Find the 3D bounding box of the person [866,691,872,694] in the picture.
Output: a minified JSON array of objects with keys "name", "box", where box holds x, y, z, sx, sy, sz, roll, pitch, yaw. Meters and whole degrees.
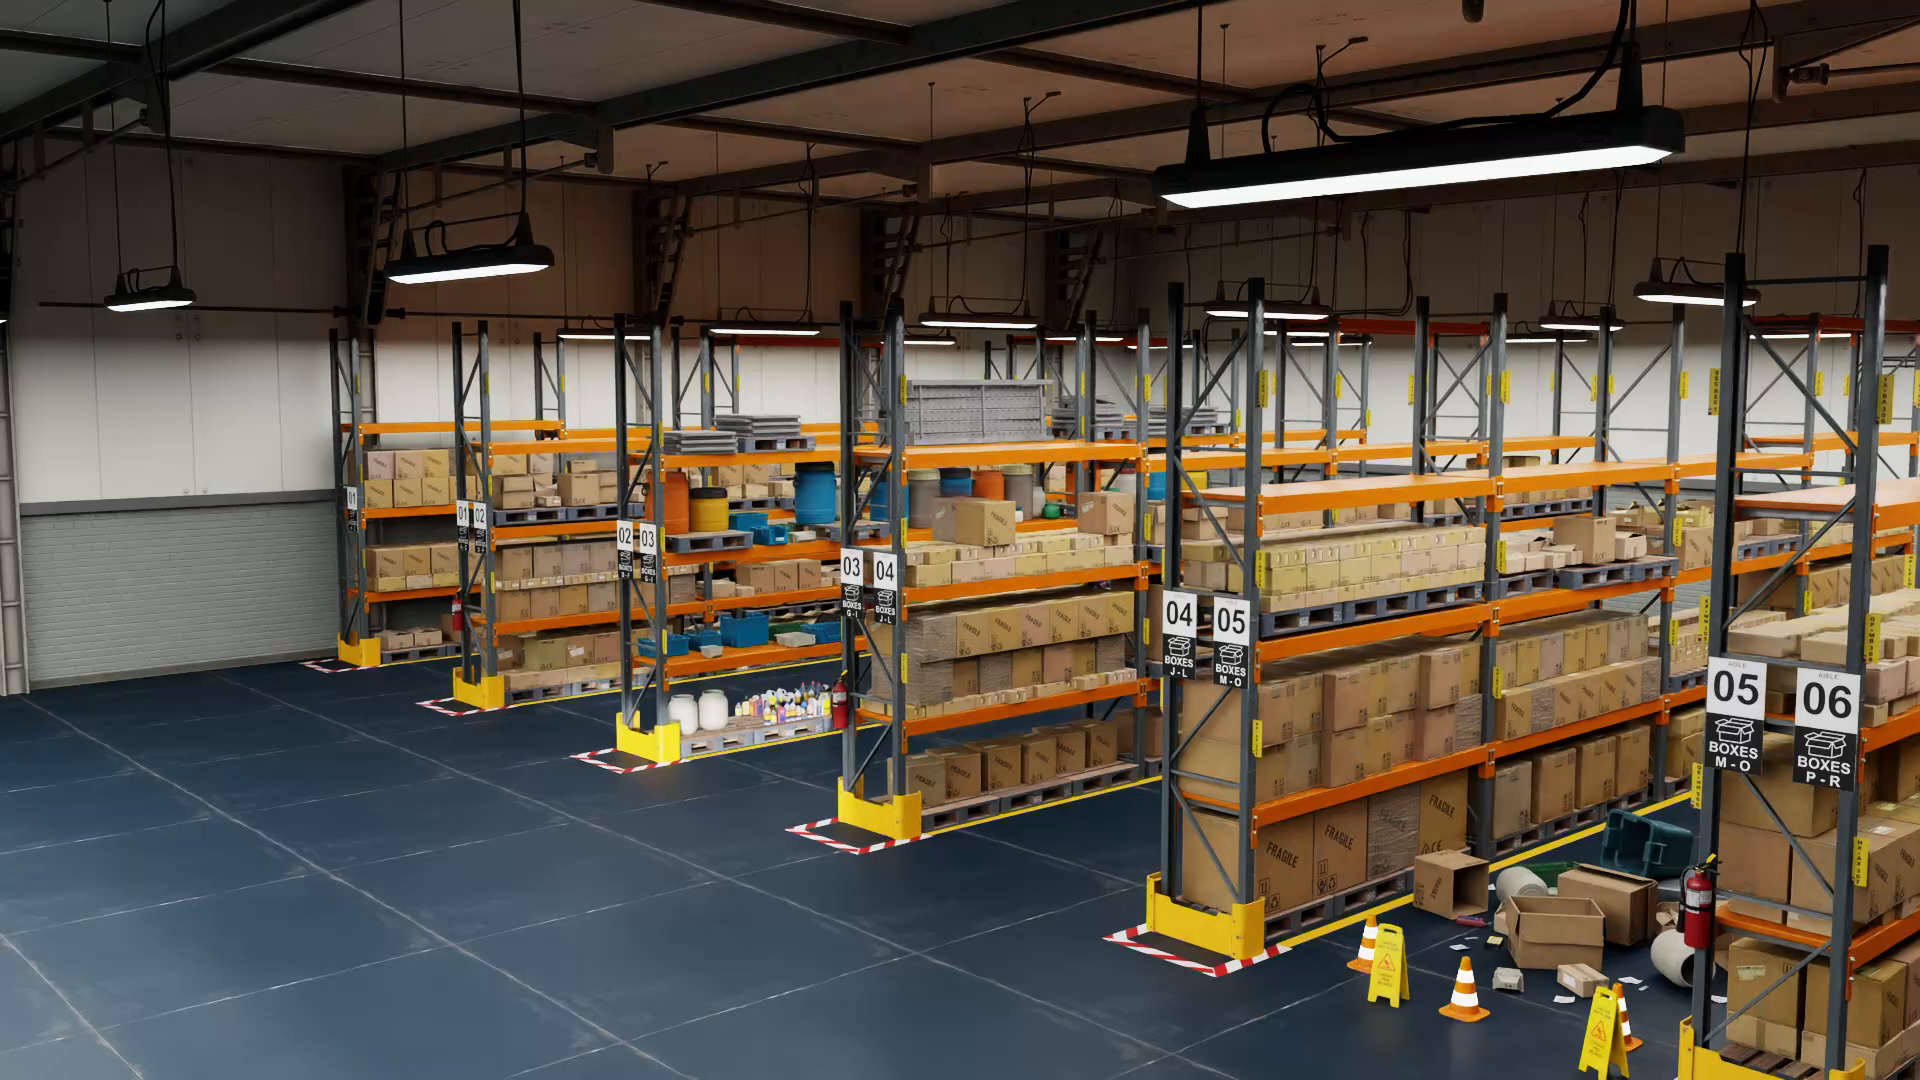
[{"name":"person","box":[-1.129,1.711,26.578,0.872,1.626,0.493,6,8,45]}]
